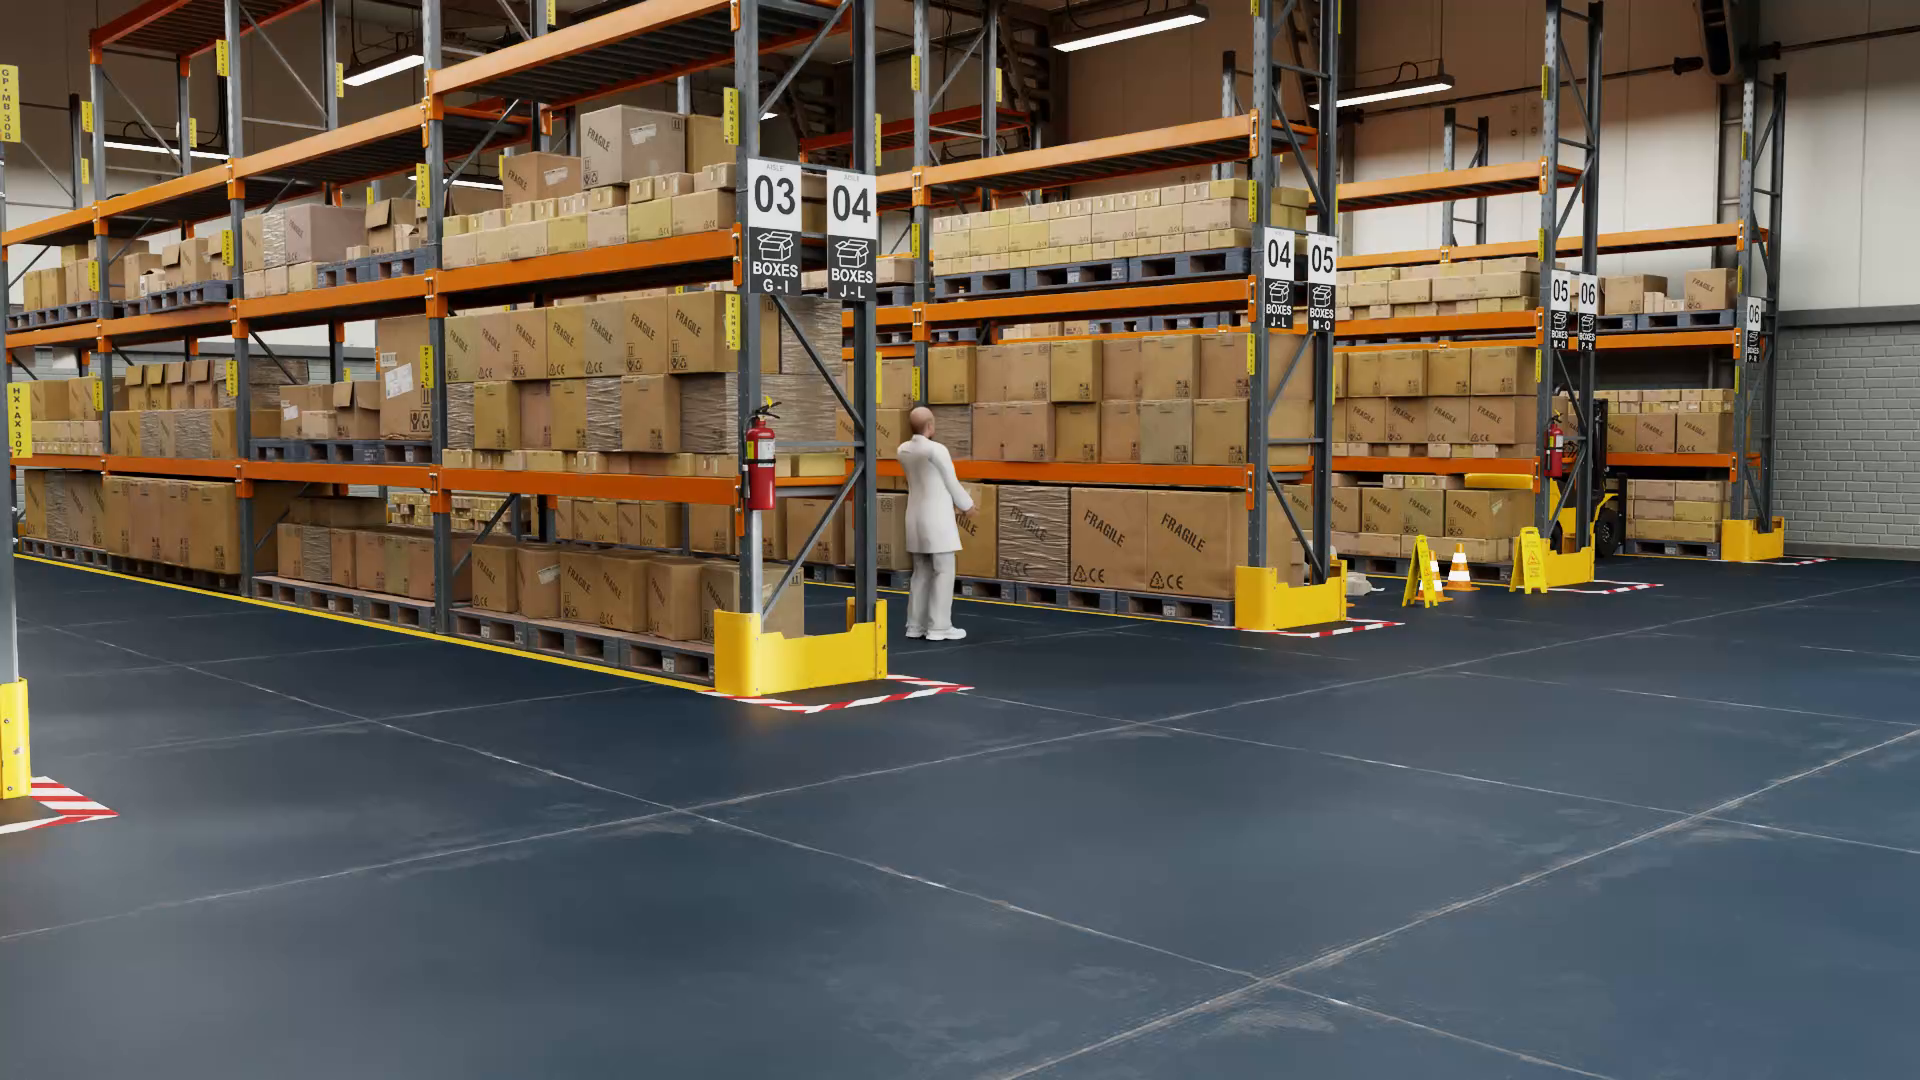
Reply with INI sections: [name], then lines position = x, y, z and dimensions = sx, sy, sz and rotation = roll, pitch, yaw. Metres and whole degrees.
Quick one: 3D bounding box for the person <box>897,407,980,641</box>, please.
[person]
position = -0.150, -0.134, 12.793
dimensions = 0.551, 1.771, 0.530
rotation = -3, 5, -42
